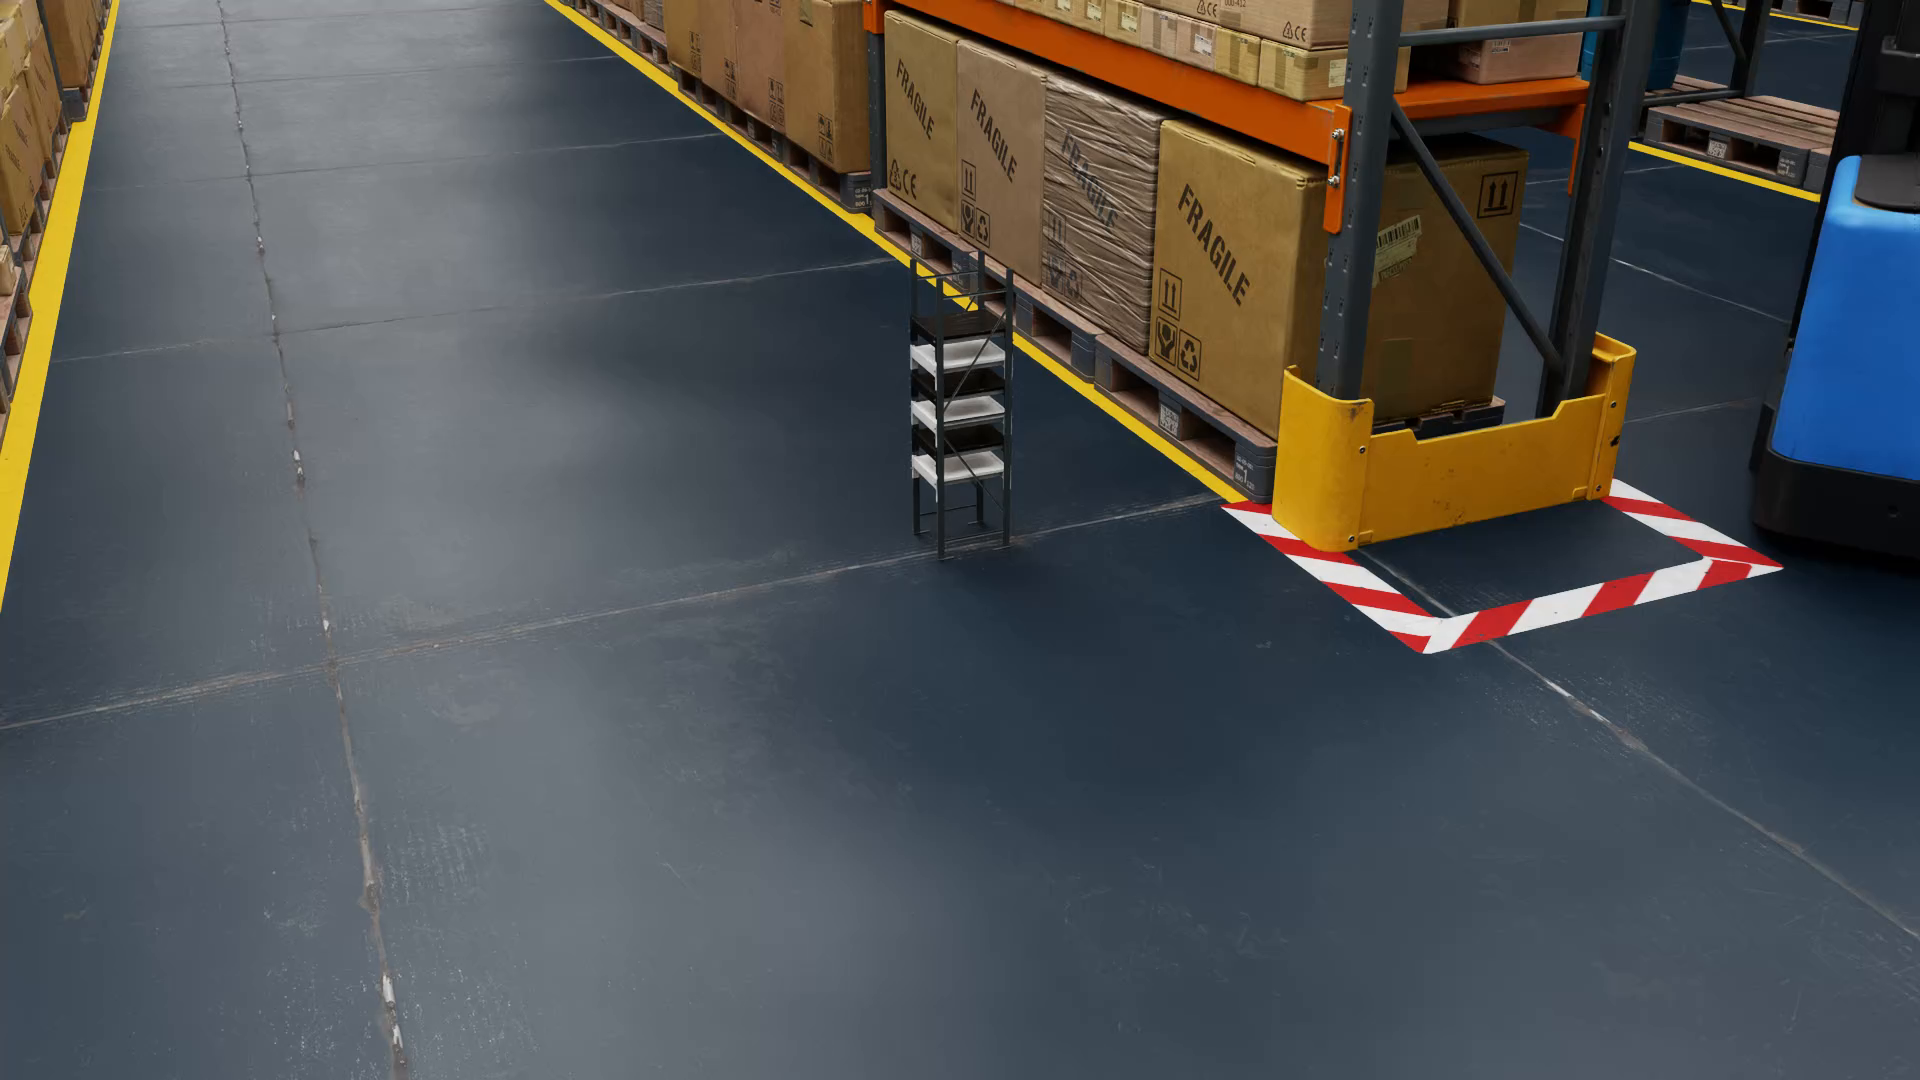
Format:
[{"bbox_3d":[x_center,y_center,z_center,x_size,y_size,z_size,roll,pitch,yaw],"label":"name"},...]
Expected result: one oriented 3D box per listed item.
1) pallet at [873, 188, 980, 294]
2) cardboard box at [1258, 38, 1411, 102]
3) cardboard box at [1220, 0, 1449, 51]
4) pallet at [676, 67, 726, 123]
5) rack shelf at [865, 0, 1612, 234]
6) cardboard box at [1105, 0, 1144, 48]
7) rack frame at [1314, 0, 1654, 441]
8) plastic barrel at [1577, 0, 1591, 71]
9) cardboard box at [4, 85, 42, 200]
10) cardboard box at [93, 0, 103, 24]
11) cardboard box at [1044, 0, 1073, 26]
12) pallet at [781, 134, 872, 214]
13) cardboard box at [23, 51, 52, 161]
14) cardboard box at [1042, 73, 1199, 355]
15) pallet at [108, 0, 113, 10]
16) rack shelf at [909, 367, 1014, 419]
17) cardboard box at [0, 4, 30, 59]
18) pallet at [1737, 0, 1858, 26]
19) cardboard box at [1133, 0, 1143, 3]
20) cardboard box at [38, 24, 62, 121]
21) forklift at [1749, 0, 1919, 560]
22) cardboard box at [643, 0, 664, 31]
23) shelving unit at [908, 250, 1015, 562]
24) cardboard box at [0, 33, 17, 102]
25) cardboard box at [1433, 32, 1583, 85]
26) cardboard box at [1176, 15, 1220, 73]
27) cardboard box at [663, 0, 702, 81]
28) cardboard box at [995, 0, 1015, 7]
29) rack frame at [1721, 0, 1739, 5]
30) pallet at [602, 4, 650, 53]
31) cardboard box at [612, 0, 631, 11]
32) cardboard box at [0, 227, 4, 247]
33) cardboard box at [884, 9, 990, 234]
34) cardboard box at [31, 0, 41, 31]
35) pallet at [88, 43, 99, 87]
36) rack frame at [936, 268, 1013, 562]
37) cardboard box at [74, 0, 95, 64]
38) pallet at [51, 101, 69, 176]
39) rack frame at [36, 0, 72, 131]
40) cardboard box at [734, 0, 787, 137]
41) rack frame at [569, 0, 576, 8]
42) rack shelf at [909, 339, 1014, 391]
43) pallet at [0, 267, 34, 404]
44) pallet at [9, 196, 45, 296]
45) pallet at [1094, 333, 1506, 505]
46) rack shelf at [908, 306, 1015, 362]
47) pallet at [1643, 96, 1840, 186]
[{"bbox_3d":[0.247,-1.520,8.122,1.003,0.211,1.213,-11,28,-21],"label":"pallet"},{"bbox_3d":[1.145,-1.453,5.093,0.380,0.149,0.250,-10,28,-20],"label":"cardboard box"},{"bbox_3d":[1.153,-1.695,5.134,0.500,0.250,0.500,-11,28,-21],"label":"cardboard box"},{"bbox_3d":[-1.306,-3.124,11.407,1.003,0.211,1.213,-11,28,-21],"label":"pallet"},{"bbox_3d":[0.804,-1.962,6.670,1.077,0.370,4.000,-11,28,-21],"label":"rack shelf"},{"bbox_3d":[0.743,-1.865,5.936,0.380,0.149,0.250,-11,28,-22],"label":"cardboard box"},{"bbox_3d":[1.587,-1.478,4.859,1.000,3.000,0.127,-11,28,-21],"label":"rack frame"},{"bbox_3d":[4.103,-3.698,11.319,0.600,0.901,0.708,-11,28,-21],"label":"plastic barrel"},{"bbox_3d":[-4.837,-1.904,8.102,0.500,0.500,0.500,-9,28,-18],"label":"cardboard box"},{"bbox_3d":[-7.390,-4.454,13.039,1.050,0.750,0.750,-11,28,-21],"label":"cardboard box"},{"bbox_3d":[0.546,-2.070,6.357,0.380,0.149,0.250,-10,28,-20],"label":"cardboard box"},{"bbox_3d":[-0.351,-2.139,9.389,1.003,0.211,1.213,-11,28,-21],"label":"pallet"},{"bbox_3d":[-5.229,-2.320,8.954,0.500,0.500,0.500,-12,28,-23],"label":"cardboard box"},{"bbox_3d":[0.907,-1.324,6.486,0.875,0.875,0.875,-11,28,-21],"label":"cardboard box"},{"bbox_3d":[-8.423,-5.072,15.397,1.003,0.211,1.213,-11,28,-21],"label":"pallet"},{"bbox_3d":[0.003,-0.452,5.021,0.258,0.077,0.200,-11,28,-21],"label":"rack shelf"},{"bbox_3d":[-5.248,-2.658,8.791,0.500,0.250,0.500,-10,28,-19],"label":"cardboard box"},{"bbox_3d":[7.828,-4.847,14.938,1.003,0.211,1.213,-11,28,-21],"label":"pallet"},{"bbox_3d":[0.756,-2.105,5.974,0.500,0.250,0.500,-12,28,-22],"label":"cardboard box"},{"bbox_3d":[-5.651,-2.741,9.816,0.500,0.500,0.500,-11,28,-21],"label":"cardboard box"},{"bbox_3d":[3.620,-1.769,5.533,1.130,2.935,3.031,13,29,25],"label":"forklift"},{"bbox_3d":[-2.055,-4.271,12.927,0.700,0.500,0.500,-13,29,-25],"label":"cardboard box"},{"bbox_3d":[0.003,-0.401,5.046,0.258,0.900,0.210,-11,28,-21],"label":"shelving unit"},{"bbox_3d":[-4.840,-2.242,7.939,0.500,0.250,0.500,-10,28,-19],"label":"cardboard box"},{"bbox_3d":[1.752,-1.565,5.324,0.380,0.149,0.250,-10,28,-20],"label":"cardboard box"},{"bbox_3d":[0.944,-1.659,5.516,0.380,0.149,0.250,-11,28,-20],"label":"cardboard box"},{"bbox_3d":[-1.295,-3.660,11.270,1.225,0.875,0.875,-12,28,-23],"label":"cardboard box"},{"bbox_3d":[0.339,-2.280,6.788,0.380,0.149,0.250,-10,28,-20],"label":"cardboard box"},{"bbox_3d":[7.571,-6.408,14.957,1.000,3.000,0.127,-11,28,-21],"label":"rack frame"},{"bbox_3d":[-2.324,-4.262,13.739,1.003,0.211,1.213,-11,28,-21],"label":"pallet"},{"bbox_3d":[-2.503,-4.724,13.854,0.700,0.500,0.500,-13,29,-25],"label":"cardboard box"},{"bbox_3d":[-4.167,-1.250,6.824,0.380,0.149,0.250,-10,28,-20],"label":"cardboard box"},{"bbox_3d":[0.206,-2.047,7.966,0.875,0.875,0.875,-11,28,-21],"label":"cardboard box"},{"bbox_3d":[-5.640,-3.068,9.630,0.500,0.250,0.500,-11,28,-22],"label":"cardboard box"},{"bbox_3d":[-6.862,-3.466,12.109,1.003,0.211,1.213,-11,28,-21],"label":"pallet"},{"bbox_3d":[0.043,-0.360,4.962,0.240,0.900,0.006,-11,28,-21],"label":"rack frame"},{"bbox_3d":[-6.650,-3.688,11.470,1.050,0.750,0.750,-10,28,-20],"label":"cardboard box"},{"bbox_3d":[-5.844,-2.328,9.777,1.003,0.211,1.213,-11,28,-21],"label":"pallet"},{"bbox_3d":[-6.149,-3.896,9.812,1.000,3.000,0.127,-11,28,-21],"label":"rack frame"},{"bbox_3d":[-0.599,-2.943,9.801,1.225,0.875,0.875,-12,28,-22],"label":"cardboard box"},{"bbox_3d":[-3.112,-6.323,14.781,1.000,3.000,0.127,-11,28,-21],"label":"rack frame"},{"bbox_3d":[0.003,-0.533,4.981,0.258,0.077,0.200,-11,28,-21],"label":"rack shelf"},{"bbox_3d":[-4.287,-0.764,6.573,1.003,0.211,1.213,-11,28,-21],"label":"pallet"},{"bbox_3d":[-4.889,-1.343,7.759,1.003,0.211,1.213,-11,28,-21],"label":"pallet"},{"bbox_3d":[1.202,-0.534,6.104,1.003,0.211,1.213,-11,28,-21],"label":"pallet"},{"bbox_3d":[0.003,-0.614,4.942,0.258,0.077,0.200,-11,28,-21],"label":"rack shelf"},{"bbox_3d":[4.902,-2.401,9.927,1.003,0.211,1.213,-11,28,-21],"label":"pallet"}]
